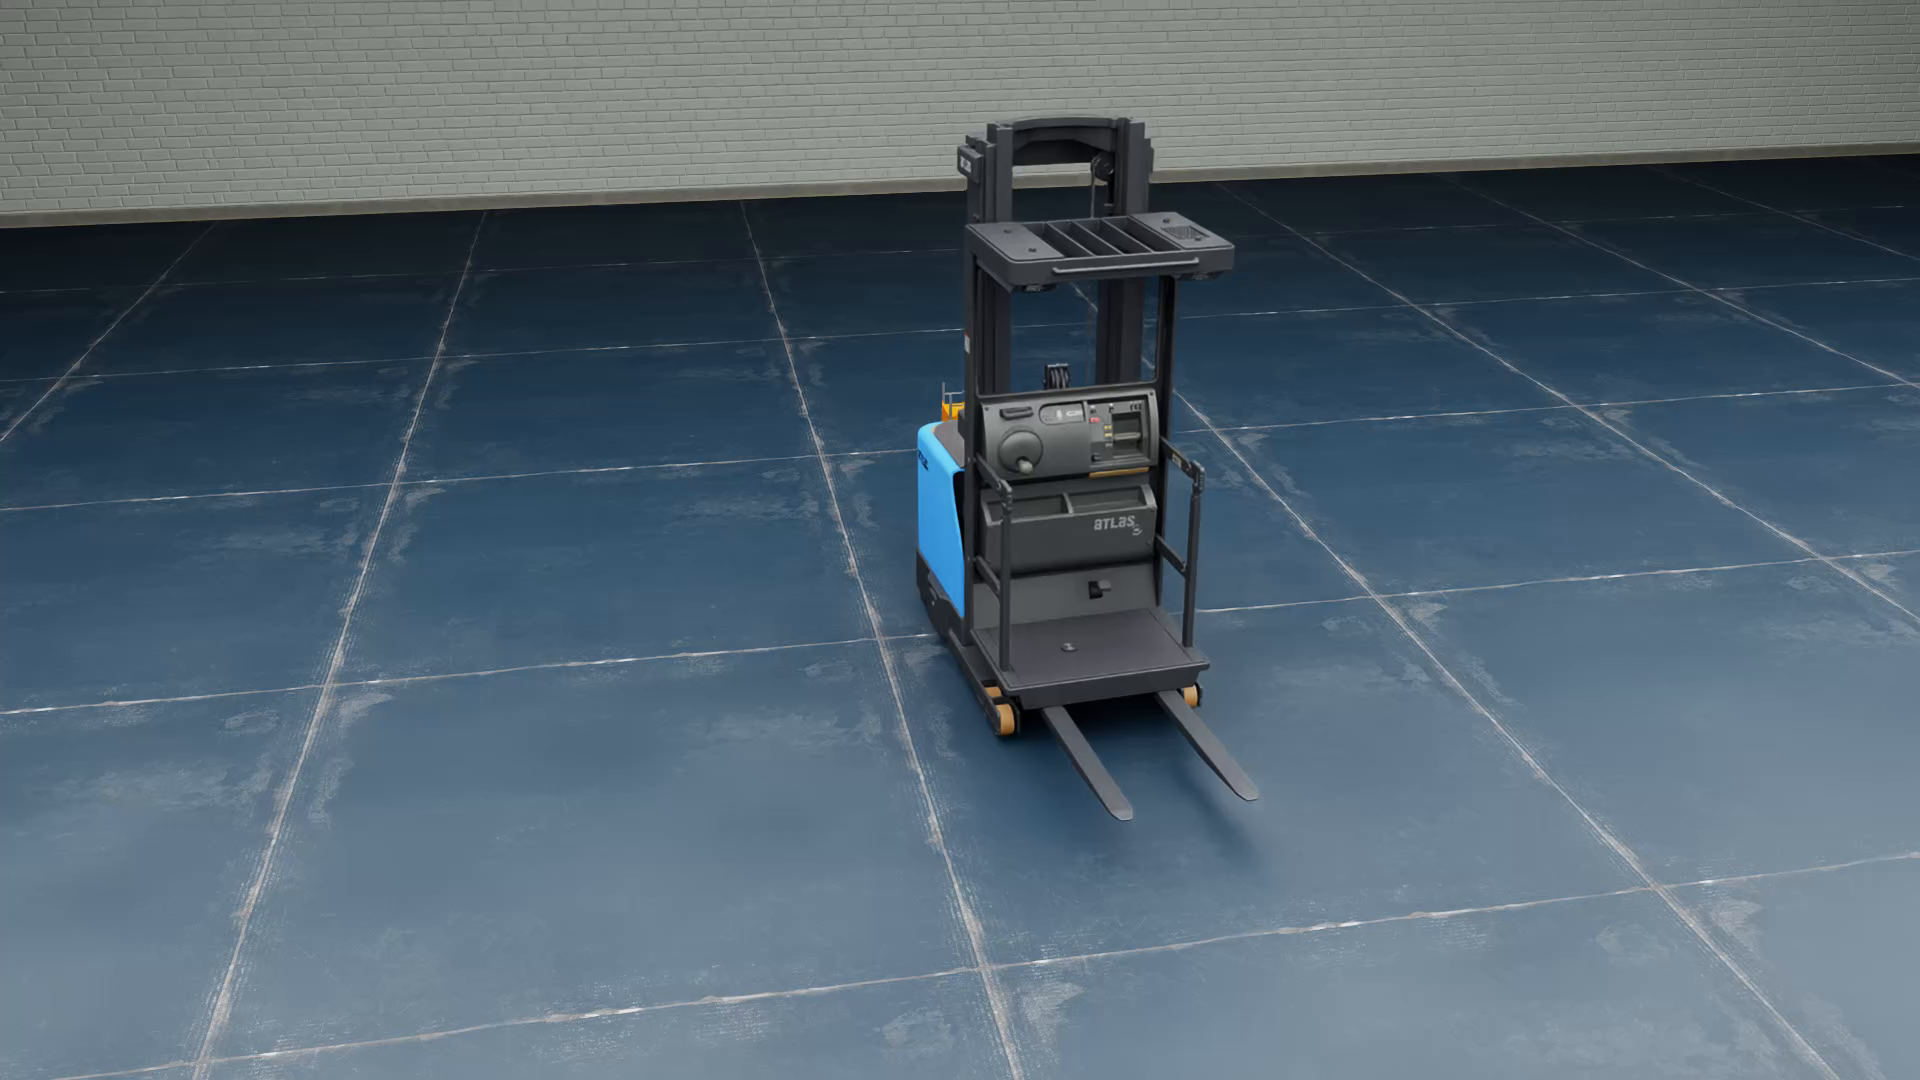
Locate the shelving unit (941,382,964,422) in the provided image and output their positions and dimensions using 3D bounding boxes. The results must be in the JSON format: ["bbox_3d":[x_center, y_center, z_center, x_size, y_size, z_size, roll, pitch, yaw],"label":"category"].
[{"bbox_3d":[0.010,-0.460,10.492,0.215,1.050,0.252,-4,24,-10],"label":"shelving unit"}]

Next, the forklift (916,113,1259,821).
[{"bbox_3d":[0.626,-0.518,8.273,1.130,2.935,3.031,-6,24,-14],"label":"forklift"}]

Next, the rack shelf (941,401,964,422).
[{"bbox_3d":[0.010,-0.710,10.382,0.215,0.259,0.240,-4,24,-10],"label":"rack shelf"}]

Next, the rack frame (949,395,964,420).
[{"bbox_3d":[0.032,-0.412,10.382,0.200,1.050,0.008,-4,24,-10],"label":"rack frame"}]

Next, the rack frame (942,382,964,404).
[{"bbox_3d":[-0.013,-0.508,10.602,0.200,1.050,0.008,-4,24,-10],"label":"rack frame"}]
